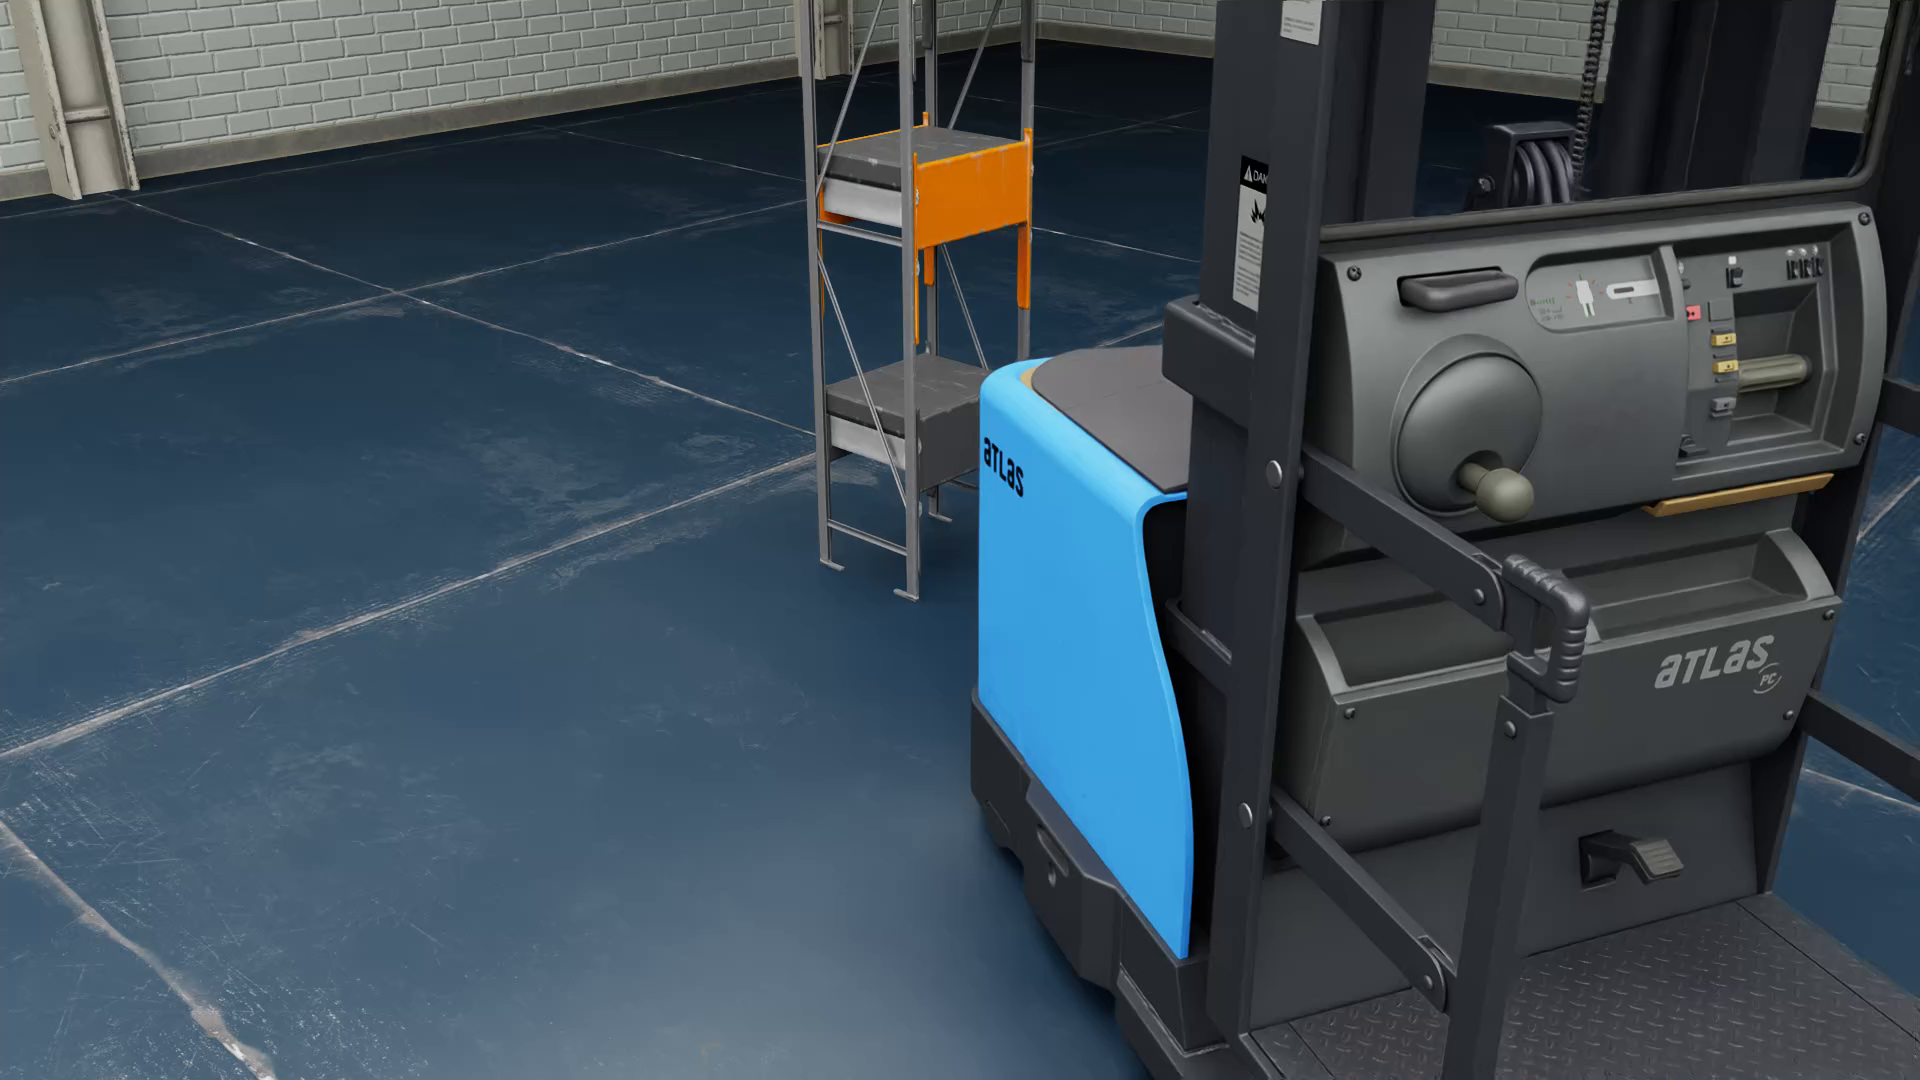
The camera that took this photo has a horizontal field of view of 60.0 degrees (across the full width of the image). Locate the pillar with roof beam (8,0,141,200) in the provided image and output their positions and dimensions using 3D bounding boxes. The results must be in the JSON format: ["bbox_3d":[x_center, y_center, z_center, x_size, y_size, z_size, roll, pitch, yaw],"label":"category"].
[{"bbox_3d":[-1.925,-5.006,5.415,9.100,9.000,0.400,20,31,38],"label":"pillar with roof beam"}]

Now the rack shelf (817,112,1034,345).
[{"bbox_3d":[-0.110,-0.895,4.714,0.431,0.518,0.480,20,31,38],"label":"rack shelf"}]

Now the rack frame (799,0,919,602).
[{"bbox_3d":[-0.273,-0.833,4.542,0.400,2.100,0.015,20,31,38],"label":"rack frame"}]

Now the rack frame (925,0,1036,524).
[{"bbox_3d":[0.052,-0.982,4.874,0.400,2.100,0.015,20,31,38],"label":"rack frame"}]

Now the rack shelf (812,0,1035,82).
[{"bbox_3d":[-0.110,-1.534,4.427,0.431,0.518,0.480,20,31,38],"label":"rack shelf"}]

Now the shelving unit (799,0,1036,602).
[{"bbox_3d":[-0.110,-0.908,4.708,0.431,2.100,0.503,20,31,38],"label":"shelving unit"}]

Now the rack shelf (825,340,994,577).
[{"bbox_3d":[-0.110,-0.256,5.000,0.431,0.518,0.480,20,31,38],"label":"rack shelf"}]

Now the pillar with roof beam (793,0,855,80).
[{"bbox_3d":[2.079,-6.834,9.492,9.100,9.000,0.400,20,31,38],"label":"pillar with roof beam"}]

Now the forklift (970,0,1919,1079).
[{"bbox_3d":[1.016,-0.227,2.175,1.130,2.935,3.031,-9,26,-19],"label":"forklift"}]
